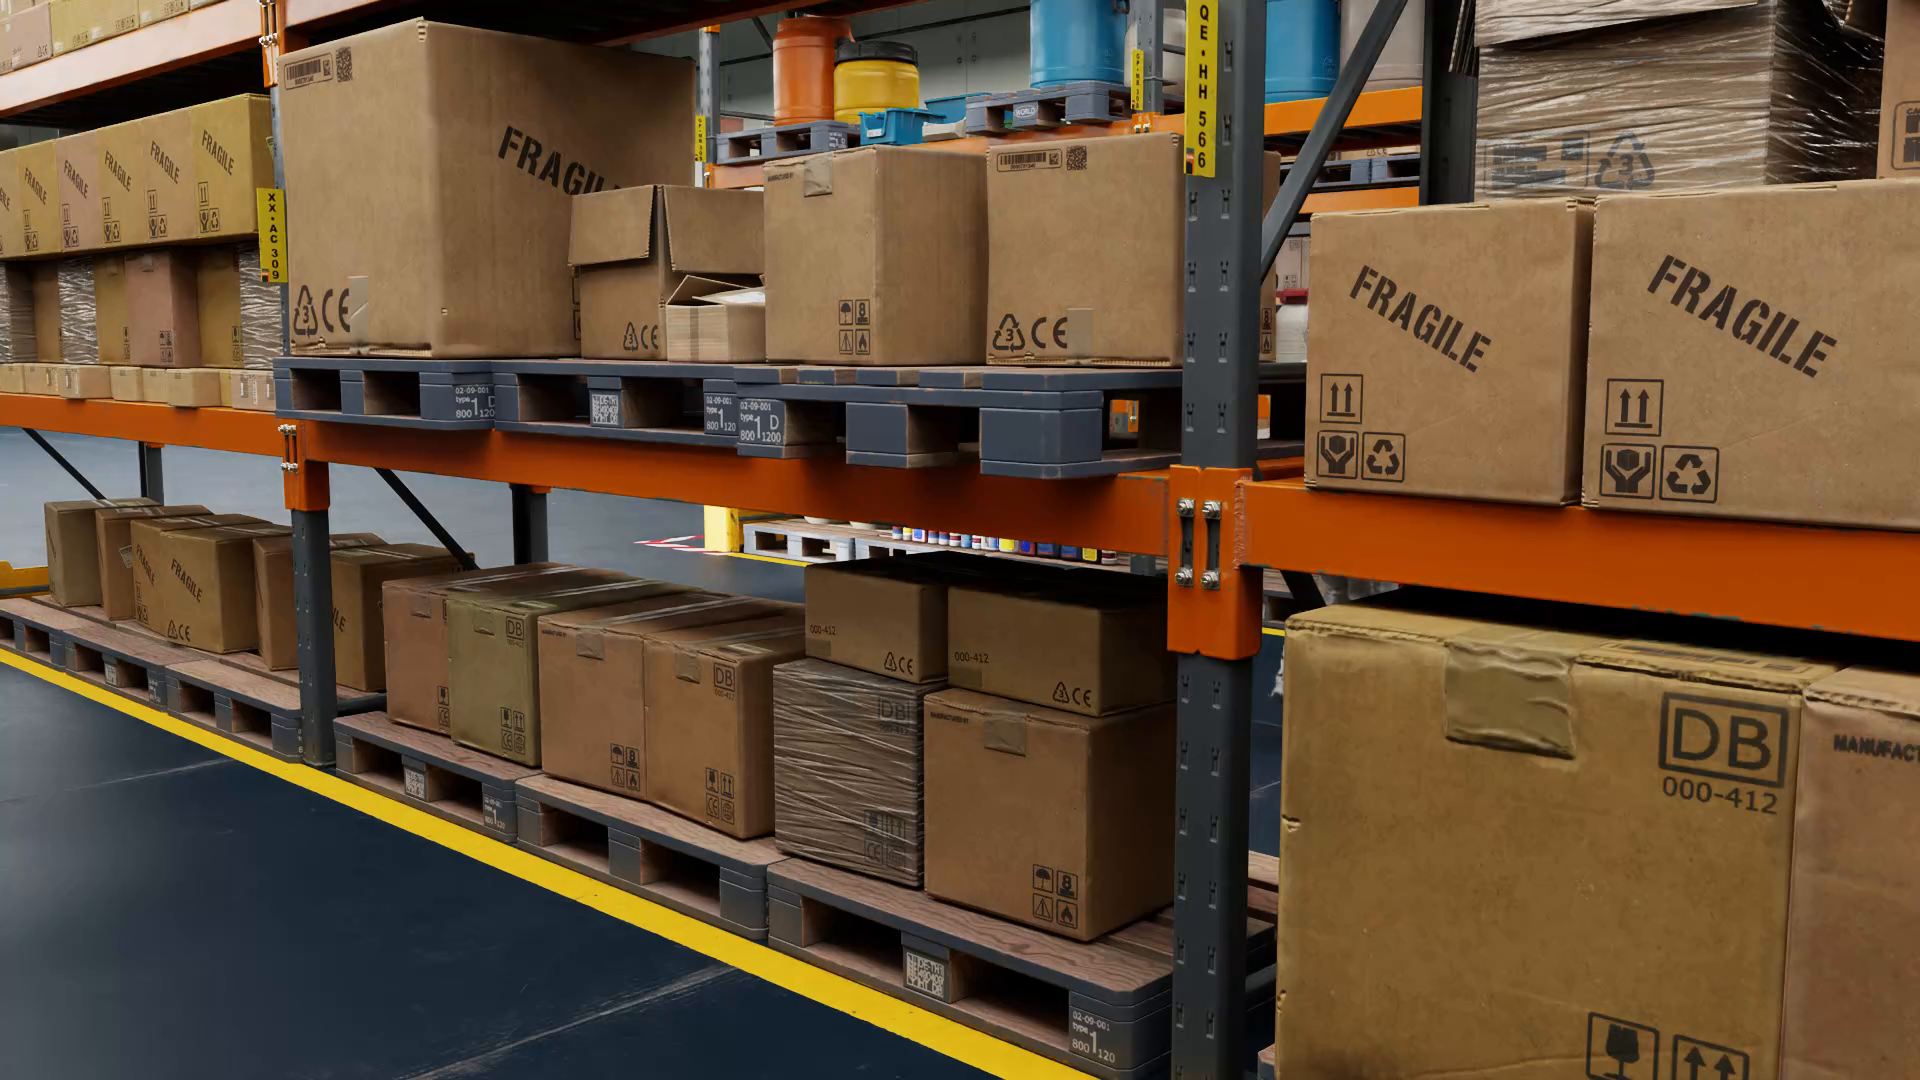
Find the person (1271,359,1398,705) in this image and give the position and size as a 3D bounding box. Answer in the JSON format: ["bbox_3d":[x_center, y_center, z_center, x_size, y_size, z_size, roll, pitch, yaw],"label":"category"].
[{"bbox_3d":[1.555,-0.112,6.527,0.460,1.790,0.578,-4,8,-33],"label":"person"}]
